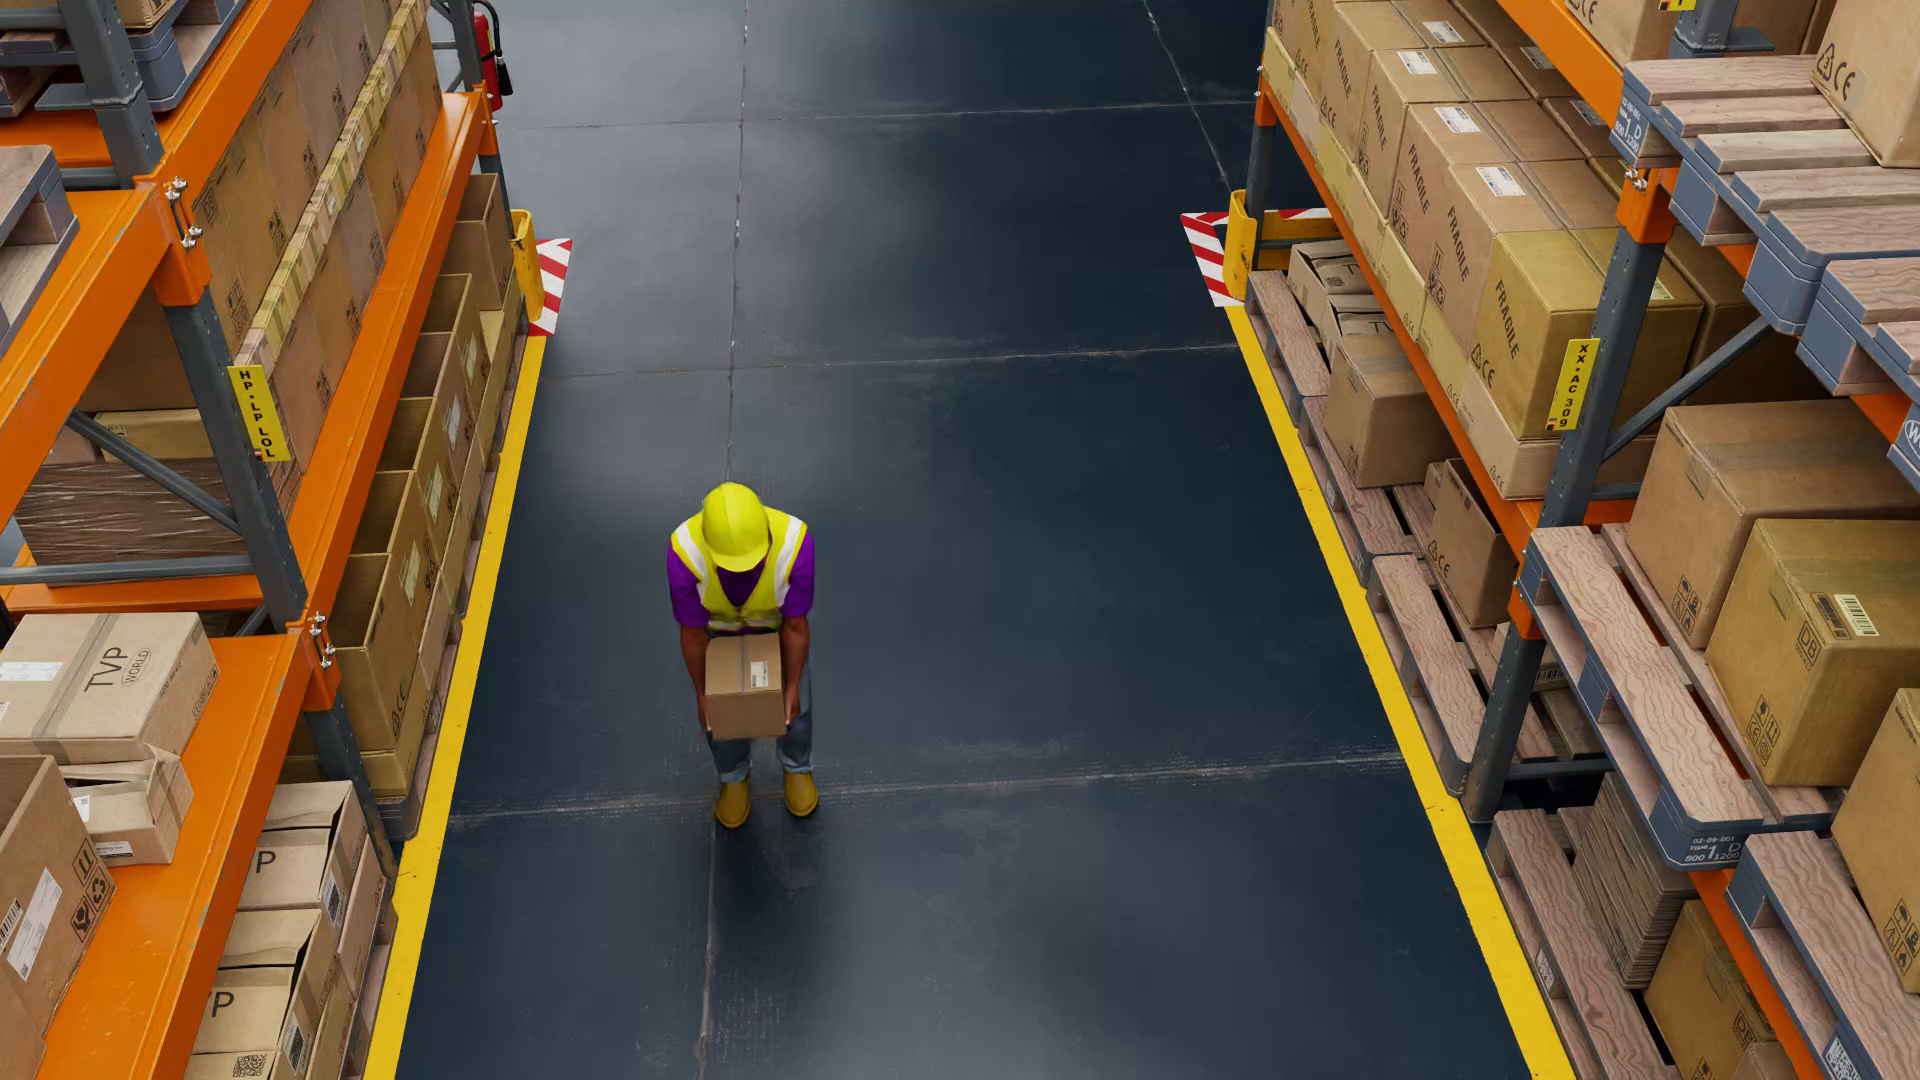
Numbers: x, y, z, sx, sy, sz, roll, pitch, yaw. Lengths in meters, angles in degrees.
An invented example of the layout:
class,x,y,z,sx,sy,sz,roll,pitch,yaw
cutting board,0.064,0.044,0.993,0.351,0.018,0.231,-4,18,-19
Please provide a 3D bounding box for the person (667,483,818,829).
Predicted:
class,x,y,z,sx,sy,sz,roll,pitch,yaw
person,-0.722,0.377,5.752,0.483,1.659,0.691,-4,39,-5
